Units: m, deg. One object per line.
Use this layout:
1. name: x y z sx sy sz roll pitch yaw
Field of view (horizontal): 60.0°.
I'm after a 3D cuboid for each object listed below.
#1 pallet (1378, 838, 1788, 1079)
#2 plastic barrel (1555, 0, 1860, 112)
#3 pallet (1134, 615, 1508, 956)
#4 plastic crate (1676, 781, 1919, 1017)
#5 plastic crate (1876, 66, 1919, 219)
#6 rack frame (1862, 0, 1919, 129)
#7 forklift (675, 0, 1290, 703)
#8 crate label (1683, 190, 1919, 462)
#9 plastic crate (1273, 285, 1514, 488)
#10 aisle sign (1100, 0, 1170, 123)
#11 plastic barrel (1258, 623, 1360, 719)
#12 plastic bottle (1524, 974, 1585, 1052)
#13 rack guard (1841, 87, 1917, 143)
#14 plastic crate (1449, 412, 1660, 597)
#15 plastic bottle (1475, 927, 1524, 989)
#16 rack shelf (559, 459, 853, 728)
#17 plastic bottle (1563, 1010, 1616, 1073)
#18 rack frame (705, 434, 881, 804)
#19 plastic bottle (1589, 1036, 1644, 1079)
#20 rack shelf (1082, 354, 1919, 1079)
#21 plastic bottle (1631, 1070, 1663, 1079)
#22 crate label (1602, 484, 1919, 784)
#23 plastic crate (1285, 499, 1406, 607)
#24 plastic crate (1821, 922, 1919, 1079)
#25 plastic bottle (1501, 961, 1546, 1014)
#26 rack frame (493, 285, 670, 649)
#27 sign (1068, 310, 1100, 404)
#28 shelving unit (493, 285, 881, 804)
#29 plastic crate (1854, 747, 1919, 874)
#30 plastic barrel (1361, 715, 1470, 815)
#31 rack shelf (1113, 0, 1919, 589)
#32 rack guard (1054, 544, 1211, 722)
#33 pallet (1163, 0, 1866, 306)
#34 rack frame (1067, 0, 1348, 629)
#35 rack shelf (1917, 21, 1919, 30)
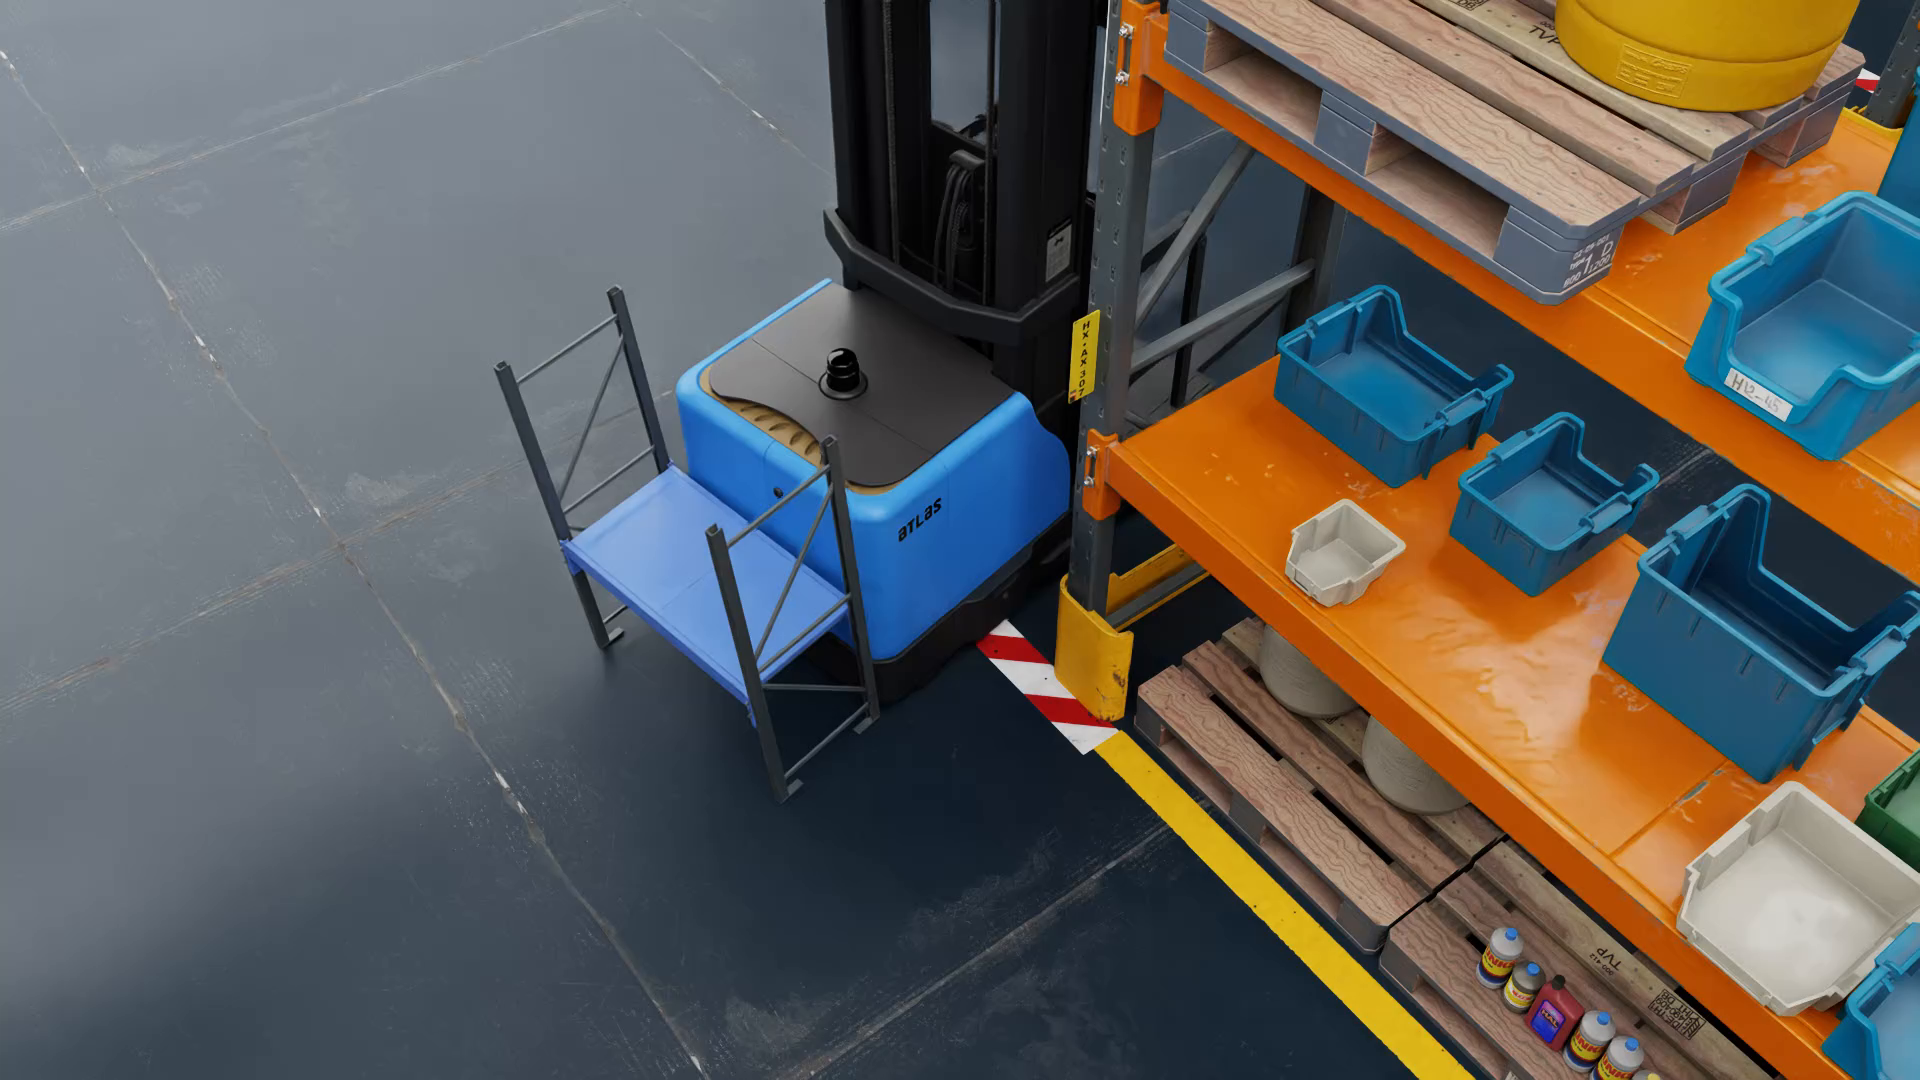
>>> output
1. pallet: 2.121 1.457 5.286 1.003 0.211 1.213 -29 54 -24
2. plastic barrel: 1.607 -1.301 3.468 0.600 0.588 0.600 0 48 0
3. pallet: 1.387 0.738 5.938 1.003 0.211 1.213 -29 54 -24
4. plastic crate: 2.053 0.899 4.087 0.530 0.136 0.437 -29 54 -24
5. plastic crate: 2.210 -0.717 3.360 0.392 0.384 0.575 -29 54 -24
6. rack frame: 4.760 -2.924 7.375 1.000 3.000 0.127 -29 54 -24
7. forklift: 0.341 -1.398 6.038 1.130 2.935 3.031 33 56 27
8. crate label: 1.686 -0.410 3.171 0.502 0.251 0.408 -29 54 -24
9. plastic crate: 1.357 -0.493 5.272 0.499 0.251 0.616 -29 54 -24
10. aisle sign: 0.539 -1.488 4.319 0.394 0.787 0.004 -29 54 -24
11. plastic barrel: 1.275 0.344 5.808 0.421 0.512 0.421 0 48 0
12. plastic bottle: 1.788 1.411 4.981 0.061 0.283 0.133 -29 54 -23
13. rack guard: 4.746 -2.098 8.314 1.175 0.500 0.348 -29 54 -24
14. plastic crate: 1.746 -0.108 4.922 0.499 0.251 0.408 -29 54 -24
15. plastic bottle: 1.666 1.273 5.114 0.097 0.271 0.097 0 48 0
16. rack shelf: -0.870 0.164 5.806 1.000 0.185 0.538 35 61 28
17. plastic bottle: 1.873 1.476 4.931 0.097 0.271 0.097 0 48 0
18. rack frame: -0.511 0.310 5.431 0.032 1.500 0.500 35 61 28
19. plastic bottle: 1.934 1.535 4.878 0.097 0.271 0.097 0 48 0
20. rack shelf: 2.027 0.717 4.560 1.077 0.370 4.000 -29 54 -24
21. plastic bottle: 1.994 1.616 4.851 0.097 0.201 0.097 0 48 0
22. crate label: 2.146 0.248 4.475 0.502 0.435 0.616 -29 54 -24
23. plastic crate: 1.102 0.057 4.851 0.298 0.136 0.250 -29 54 -24
24. plastic crate: 2.352 1.174 3.761 0.499 0.251 0.616 -29 54 -24
25. plastic bottle: 1.728 1.358 5.085 0.097 0.201 0.097 0 48 0
26. rack frame: -1.247 -0.209 5.902 0.032 1.500 0.500 35 61 28
27. sign: 0.375 -0.553 5.038 0.100 0.325 0.005 -29 54 -24
28. shelving unit: -0.879 0.051 5.667 1.048 1.500 0.538 35 61 28
29. plastic crate: 2.641 0.799 4.143 0.450 0.188 0.662 -29 54 -24
30. plastic barrel: 1.579 0.640 5.540 0.421 0.512 0.421 0 48 0
31. rack shelf: 2.027 -0.291 3.449 1.077 0.370 4.000 -29 54 -24
32. rack guard: 0.899 0.159 6.267 1.175 0.500 0.348 -29 54 -24
33. pallet: 1.239 -1.116 3.839 1.003 0.211 1.213 -29 54 -24
34. rack frame: 0.816 -0.704 5.362 1.000 3.000 0.127 -29 54 -24
35. rack shelf: 5.971 -1.503 6.572 1.077 0.370 4.000 -29 54 -24
